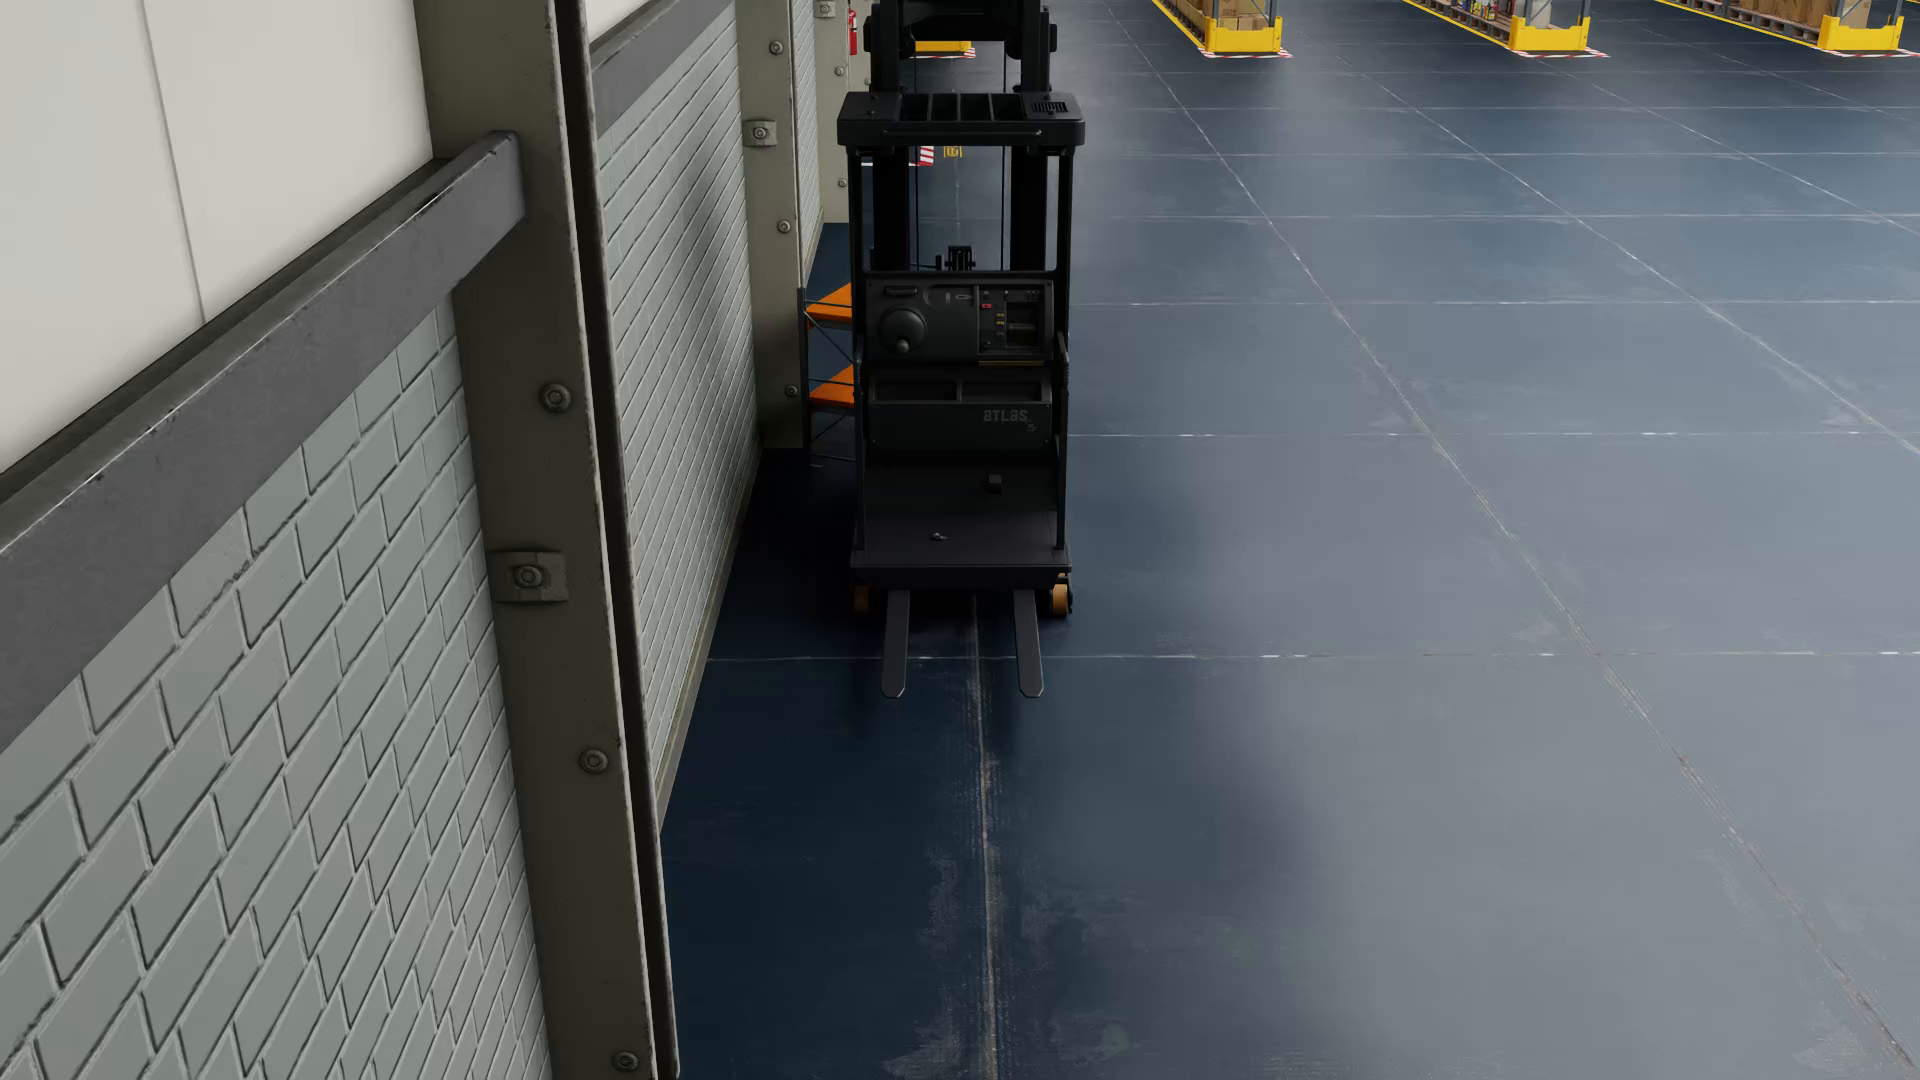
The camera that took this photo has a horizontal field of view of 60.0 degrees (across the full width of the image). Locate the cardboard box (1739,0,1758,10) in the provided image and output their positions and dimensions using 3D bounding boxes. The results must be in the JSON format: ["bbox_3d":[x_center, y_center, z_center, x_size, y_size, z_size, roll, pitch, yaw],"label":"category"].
[{"bbox_3d":[14.324,-9.767,29.729,0.500,0.500,0.500,-1,24,-2],"label":"cardboard box"}]

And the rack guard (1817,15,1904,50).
[{"bbox_3d":[14.402,-8.124,26.606,1.175,0.500,0.348,0,24,-1],"label":"rack guard"}]

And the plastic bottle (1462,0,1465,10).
[{"bbox_3d":[9.003,-9.551,29.498,0.152,0.276,0.135,1,24,1],"label":"plastic bottle"}]

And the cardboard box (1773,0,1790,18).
[{"bbox_3d":[14.423,-9.276,28.643,0.500,0.500,0.500,-2,24,-5],"label":"cardboard box"}]

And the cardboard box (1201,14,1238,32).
[{"bbox_3d":[4.196,-8.347,26.892,0.500,0.250,0.500,0,24,-1],"label":"cardboard box"}]

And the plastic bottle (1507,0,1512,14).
[{"bbox_3d":[9.605,-9.333,29.008,0.061,0.283,0.133,0,24,-1],"label":"plastic bottle"}]

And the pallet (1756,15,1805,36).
[{"bbox_3d":[14.418,-8.829,28.514,1.003,0.211,1.213,0,24,-1],"label":"pallet"}]

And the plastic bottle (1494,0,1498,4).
[{"bbox_3d":[9.558,-9.586,29.486,0.144,0.351,0.185,0,24,-1],"label":"plastic bottle"}]

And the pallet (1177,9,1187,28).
[{"bbox_3d":[4.420,-9.238,29.420,1.003,0.211,1.213,0,24,-1],"label":"pallet"}]

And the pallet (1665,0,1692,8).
[{"bbox_3d":[14.333,-10.434,32.064,1.003,0.211,1.213,0,24,-1],"label":"pallet"}]

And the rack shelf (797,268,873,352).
[{"bbox_3d":[-0.533,-1.398,10.265,0.538,0.278,1.000,10,26,20],"label":"rack shelf"}]

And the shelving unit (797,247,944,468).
[{"bbox_3d":[-0.533,-1.131,10.386,0.538,1.125,1.048,10,26,20],"label":"shelving unit"}]

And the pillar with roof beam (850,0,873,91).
[{"bbox_3d":[3.041,-9.730,19.843,9.100,9.000,0.400,0,24,-1],"label":"pillar with roof beam"}]

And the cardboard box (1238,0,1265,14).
[{"bbox_3d":[4.706,-8.897,27.198,0.500,0.500,0.500,0,24,-1],"label":"cardboard box"}]

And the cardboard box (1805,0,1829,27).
[{"bbox_3d":[14.372,-8.787,27.563,0.500,0.500,0.500,6,25,13],"label":"cardboard box"}]

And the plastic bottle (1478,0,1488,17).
[{"bbox_3d":[9.009,-9.187,28.603,0.144,0.351,0.185,1,24,2],"label":"plastic bottle"}]

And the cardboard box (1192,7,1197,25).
[{"bbox_3d":[4.171,-8.759,27.803,0.500,0.250,0.500,0,24,-1],"label":"cardboard box"}]

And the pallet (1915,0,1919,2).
[{"bbox_3d":[19.220,-10.411,32.014,1.003,0.211,1.213,0,24,-1],"label":"pallet"}]

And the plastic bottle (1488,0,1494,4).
[{"bbox_3d":[9.155,-9.240,28.812,0.152,0.276,0.135,0,24,-1],"label":"plastic bottle"}]

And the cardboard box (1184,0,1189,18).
[{"bbox_3d":[4.156,-9.171,28.714,0.500,0.250,0.500,0,24,-1],"label":"cardboard box"}]

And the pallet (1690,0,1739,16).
[{"bbox_3d":[14.349,-9.930,30.949,1.003,0.211,1.213,0,24,-1],"label":"pallet"}]

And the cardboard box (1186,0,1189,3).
[{"bbox_3d":[4.157,-9.512,28.559,0.500,0.500,0.500,0,24,-1],"label":"cardboard box"}]

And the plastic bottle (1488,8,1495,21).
[{"bbox_3d":[8.992,-8.889,28.127,0.097,0.201,0.097,0,24,0],"label":"plastic bottle"}]

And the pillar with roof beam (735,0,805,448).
[{"bbox_3d":[3.172,-4.785,8.910,9.100,9.000,0.400,0,24,-1],"label":"pillar with roof beam"}]

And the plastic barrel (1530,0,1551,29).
[{"bbox_3d":[9.367,-8.538,26.997,0.421,0.512,0.421,0,24,0],"label":"plastic barrel"}]

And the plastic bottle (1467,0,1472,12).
[{"bbox_3d":[9.003,-9.439,29.160,0.144,0.351,0.185,-1,24,-3],"label":"plastic bottle"}]

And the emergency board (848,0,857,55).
[{"bbox_3d":[-1.274,-5.958,18.784,0.194,1.169,0.643,0,24,-1],"label":"emergency board"}]

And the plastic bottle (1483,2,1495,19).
[{"bbox_3d":[9.017,-9.027,28.341,0.152,0.276,0.135,0,24,0],"label":"plastic bottle"}]

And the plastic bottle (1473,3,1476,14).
[{"bbox_3d":[8.982,-9.254,28.933,0.097,0.201,0.097,0,24,0],"label":"plastic bottle"}]

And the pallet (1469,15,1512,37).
[{"bbox_3d":[9.389,-8.806,28.464,1.003,0.211,1.213,0,24,-1],"label":"pallet"}]

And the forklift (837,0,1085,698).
[{"bbox_3d":[0.003,-1.076,8.072,1.130,2.935,3.031,0,24,0],"label":"forklift"}]

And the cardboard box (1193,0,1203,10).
[{"bbox_3d":[4.168,-9.100,27.648,0.500,0.500,0.500,0,24,-1],"label":"cardboard box"}]

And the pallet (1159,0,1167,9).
[{"bbox_3d":[4.390,-10.374,31.930,1.003,0.211,1.213,0,24,-1],"label":"pallet"}]

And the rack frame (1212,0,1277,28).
[{"bbox_3d":[4.497,-9.188,25.926,1.000,3.000,0.127,0,24,-1],"label":"rack frame"}]

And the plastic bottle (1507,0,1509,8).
[{"bbox_3d":[9.704,-9.508,29.313,0.144,0.351,0.185,-1,24,-3],"label":"plastic bottle"}]

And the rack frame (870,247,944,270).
[{"bbox_3d":[-0.340,-1.325,10.814,0.500,1.125,0.032,10,26,20],"label":"rack frame"}]

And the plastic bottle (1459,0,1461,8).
[{"bbox_3d":[8.973,-9.608,29.715,0.097,0.201,0.097,0,24,0],"label":"plastic bottle"}]

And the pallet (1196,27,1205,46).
[{"bbox_3d":[4.447,-8.233,27.197,1.003,0.211,1.213,0,24,-1],"label":"pallet"}]

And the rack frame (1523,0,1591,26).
[{"bbox_3d":[9.450,-9.209,25.972,1.000,3.000,0.127,0,24,-1],"label":"rack frame"}]

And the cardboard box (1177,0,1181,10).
[{"bbox_3d":[4.155,-9.583,29.625,0.500,0.250,0.500,0,24,-1],"label":"cardboard box"}]

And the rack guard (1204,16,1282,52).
[{"bbox_3d":[4.498,-8.040,26.419,1.175,0.500,0.348,0,24,-1],"label":"rack guard"}]
